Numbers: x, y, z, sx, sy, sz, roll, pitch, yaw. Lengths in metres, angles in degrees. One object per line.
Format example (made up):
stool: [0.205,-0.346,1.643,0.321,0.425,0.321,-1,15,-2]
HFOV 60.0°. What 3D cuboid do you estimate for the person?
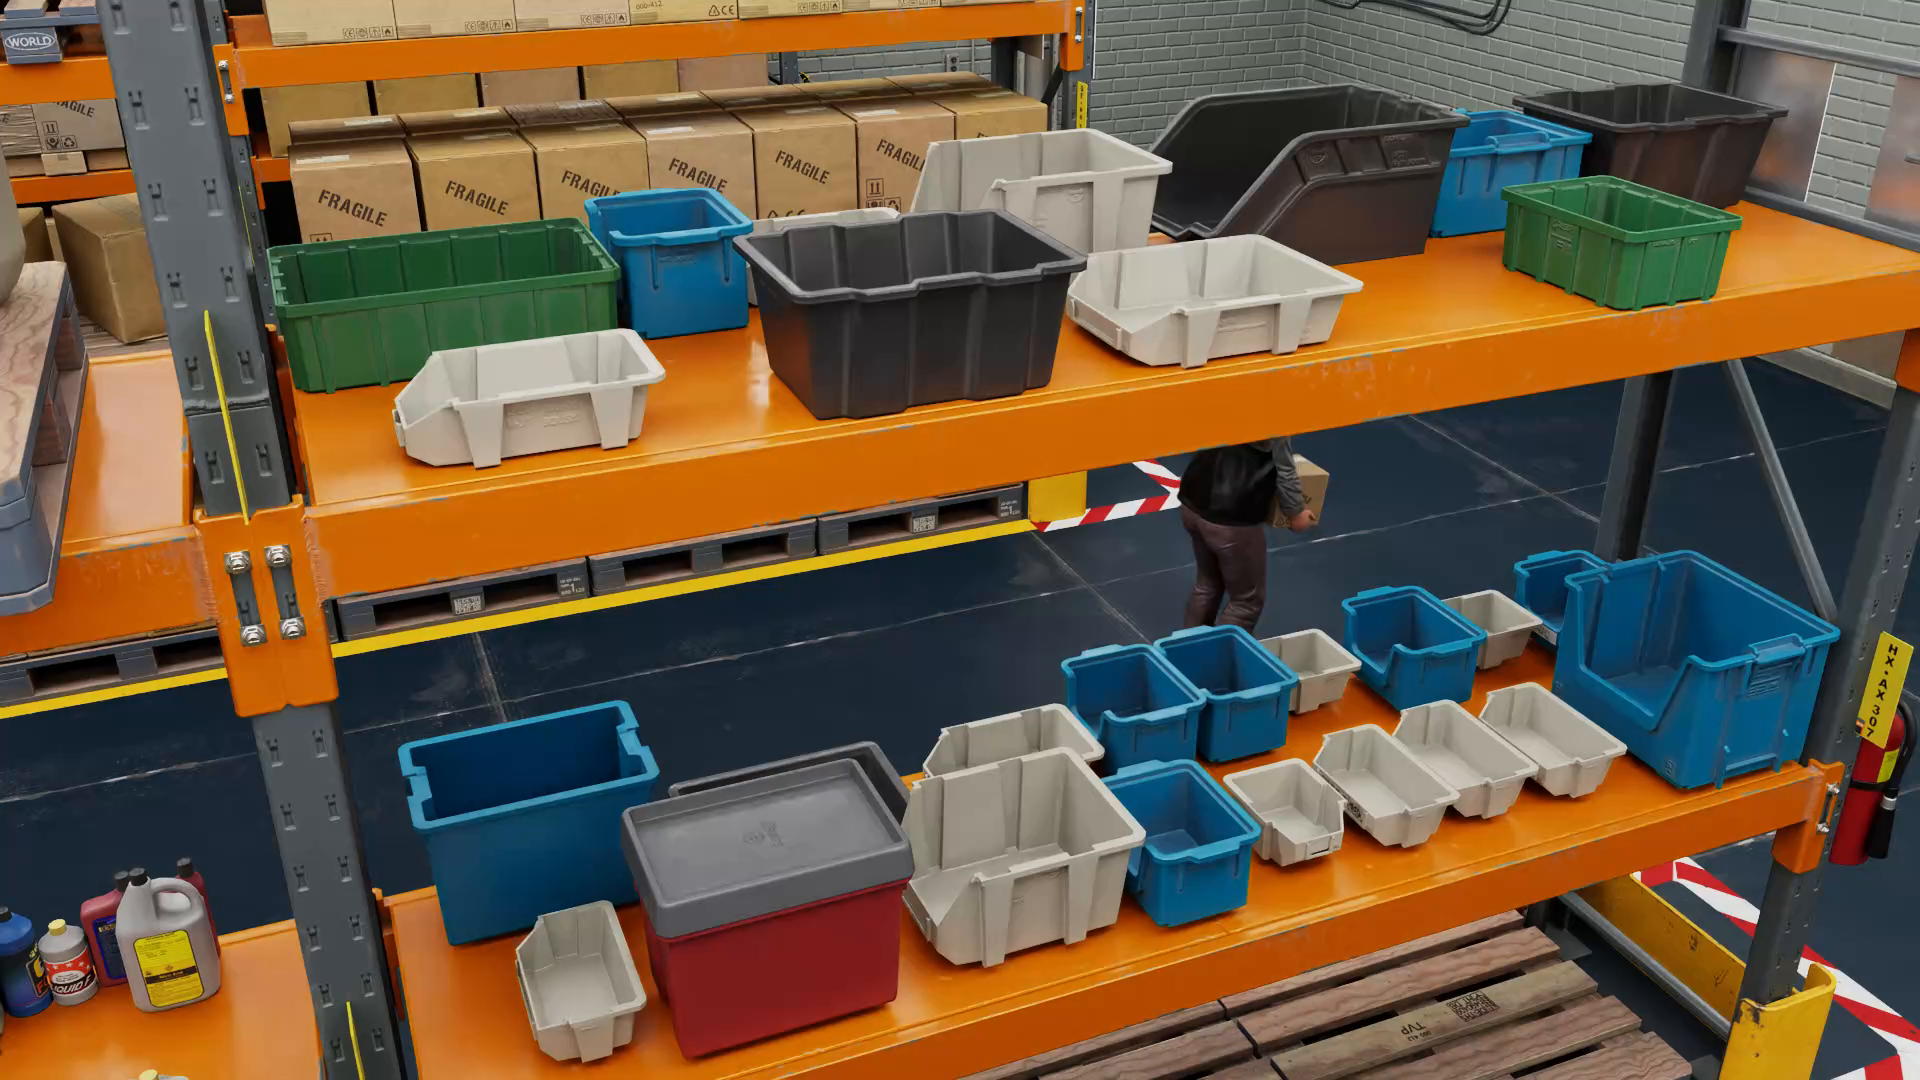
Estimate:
person: [1.276,-0.130,7.439,0.562,1.703,0.486,-11,28,-22]
